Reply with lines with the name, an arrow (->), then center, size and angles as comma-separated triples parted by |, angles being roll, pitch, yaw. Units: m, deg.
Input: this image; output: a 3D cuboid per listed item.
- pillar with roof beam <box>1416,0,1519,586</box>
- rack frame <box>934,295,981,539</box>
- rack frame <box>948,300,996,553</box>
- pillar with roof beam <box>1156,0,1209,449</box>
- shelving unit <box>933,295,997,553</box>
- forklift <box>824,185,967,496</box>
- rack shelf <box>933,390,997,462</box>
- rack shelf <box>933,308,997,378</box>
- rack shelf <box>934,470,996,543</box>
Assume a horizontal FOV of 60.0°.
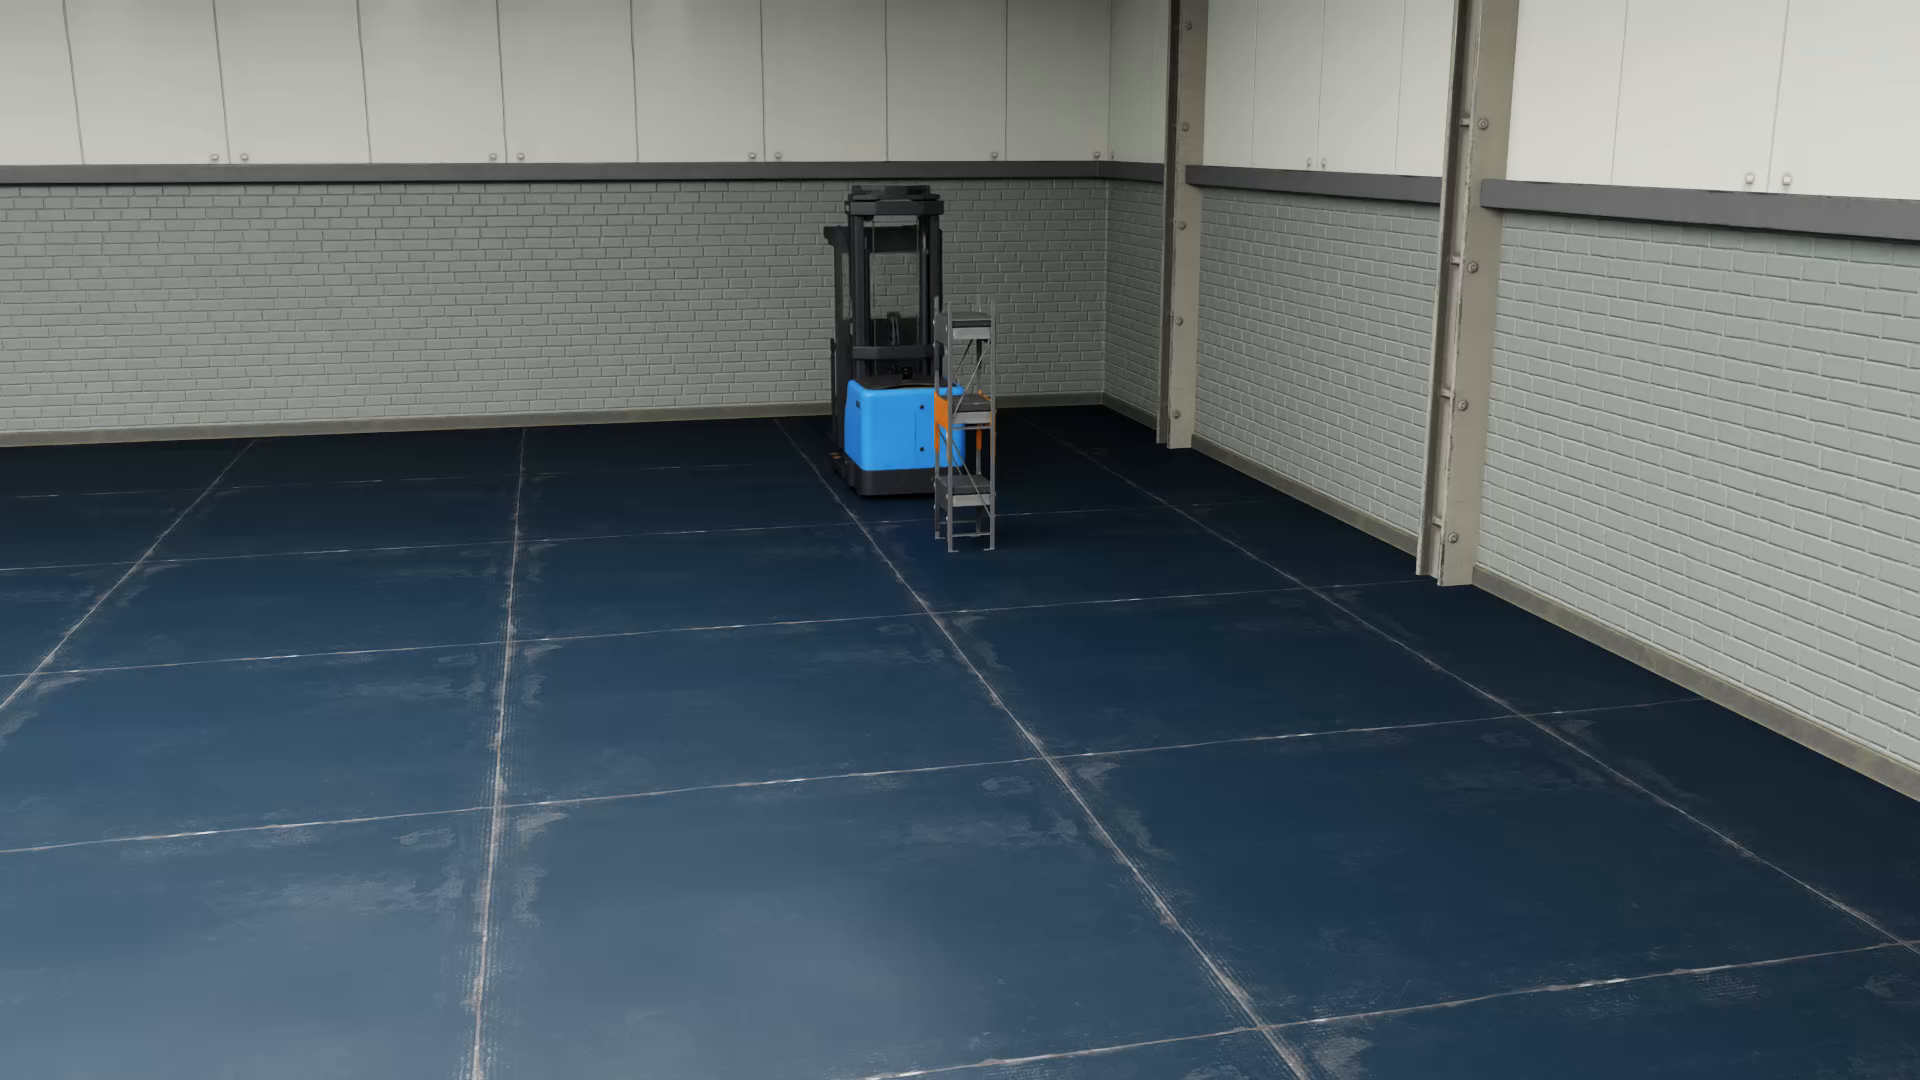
pillar with roof beam -> -0.340, -3.825, 11.124 | 9.100, 9.000, 0.400 | -3, 14, -13
rack frame -> -0.018, -1.038, 14.252 | 0.400, 2.100, 0.015 | -3, 14, -13
rack frame -> 0.096, -0.926, 13.791 | 0.400, 2.100, 0.015 | -3, 14, -13
pillar with roof beam -> -1.749, -5.210, 16.790 | 9.100, 9.000, 0.400 | -3, 14, -13
shelving unit -> 0.039, -0.982, 14.022 | 0.431, 2.100, 0.503 | -3, 14, -13
forklift -> -0.776, -2.150, 17.050 | 1.130, 2.935, 3.031 | -3, 14, -13
rack shelf -> 0.039, -0.969, 14.025 | 0.431, 0.518, 0.480 | -3, 14, -13
rack shelf -> 0.039, -1.649, 13.859 | 0.431, 0.518, 0.480 | -3, 14, -13
rack shelf -> 0.039, -0.289, 14.191 | 0.431, 0.518, 0.480 | -3, 14, -13
